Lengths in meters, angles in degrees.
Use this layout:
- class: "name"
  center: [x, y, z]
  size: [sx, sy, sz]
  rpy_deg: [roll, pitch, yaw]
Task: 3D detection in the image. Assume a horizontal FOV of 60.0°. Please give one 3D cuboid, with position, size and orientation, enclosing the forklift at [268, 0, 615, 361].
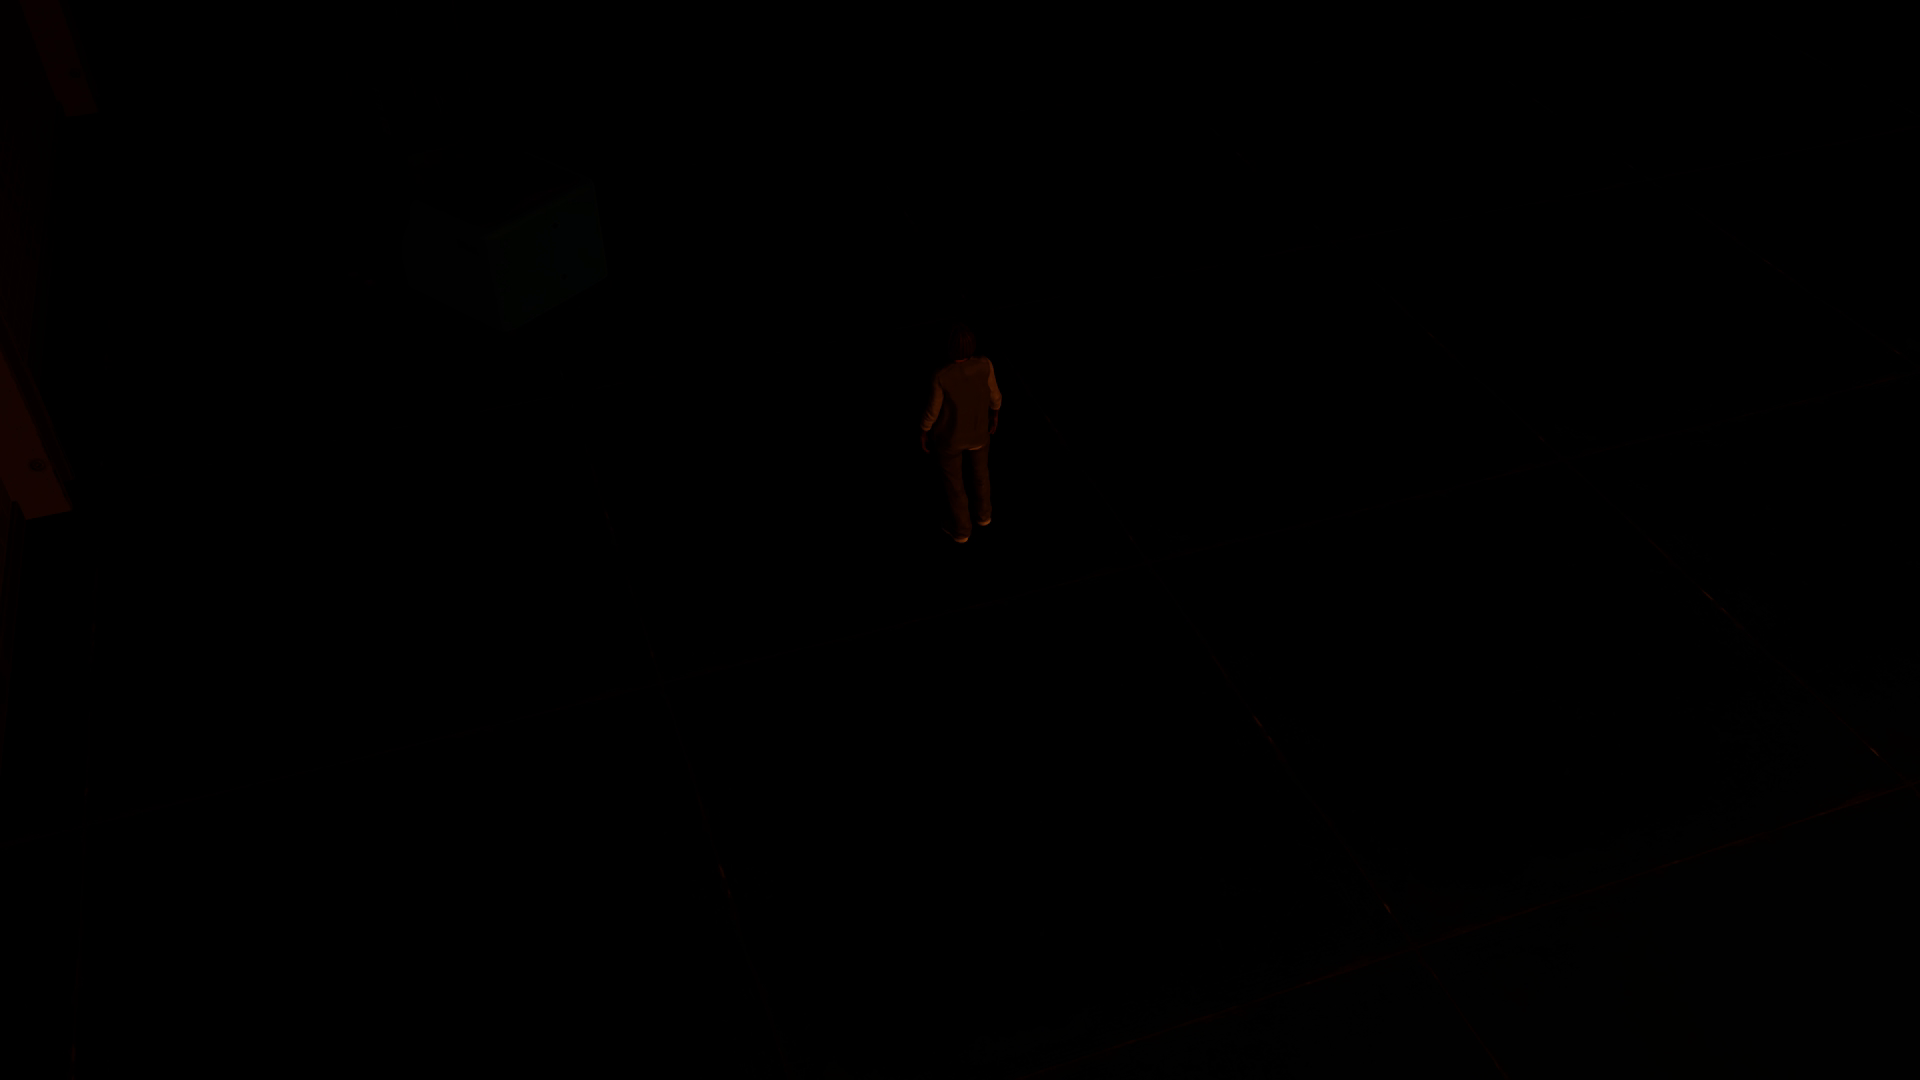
- class: "forklift"
  center: [-4.023, -3.147, 11.744]
  size: [3.031, 2.935, 1.130]
  rpy_deg: [26, 46, 28]

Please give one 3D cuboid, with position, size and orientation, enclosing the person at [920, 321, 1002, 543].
- class: "person"
  center: [-0.012, -0.666, 9.815]
  size: [0.520, 1.599, 0.473]
  rpy_deg: [-13, 42, -15]
